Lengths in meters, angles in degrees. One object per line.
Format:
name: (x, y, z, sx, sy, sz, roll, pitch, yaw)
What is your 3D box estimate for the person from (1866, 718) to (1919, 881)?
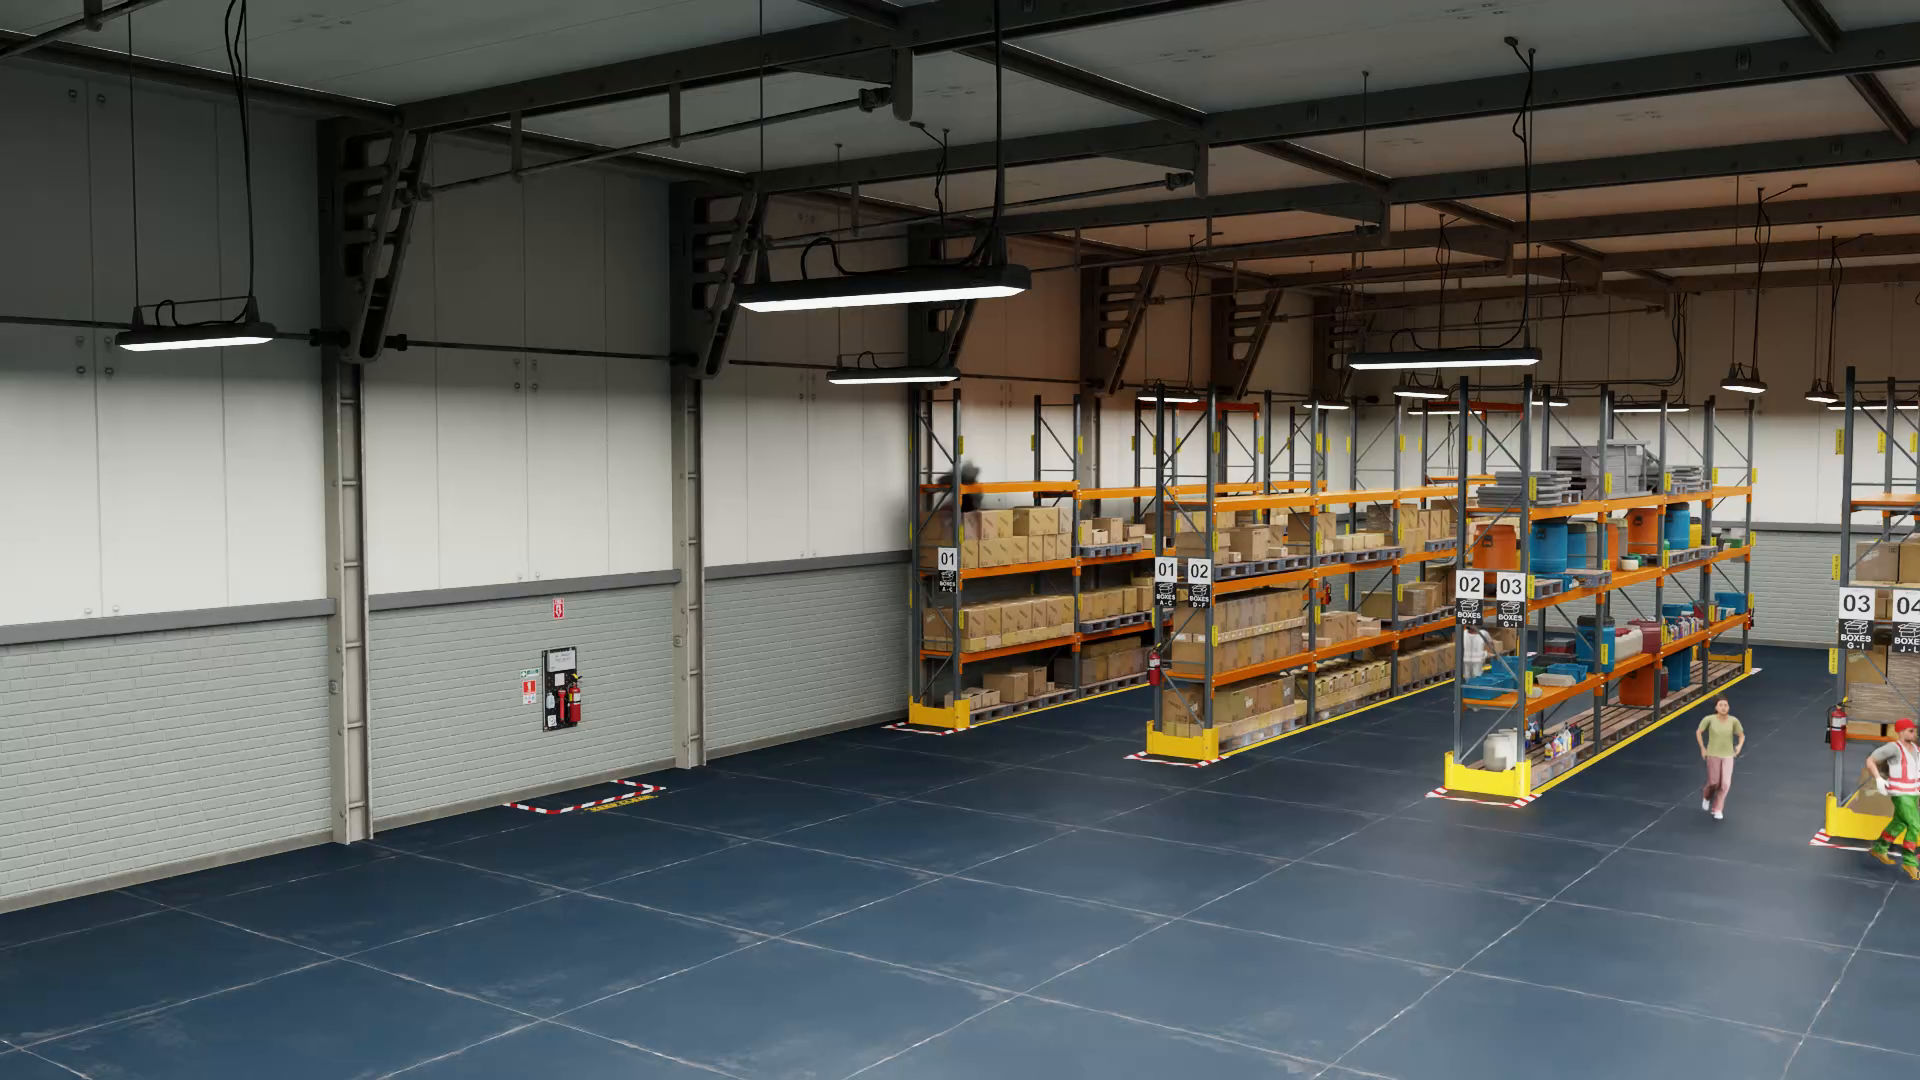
person: (10.991, 2.998, 19.393, 0.652, 1.847, 0.799, -2, 4, -29)

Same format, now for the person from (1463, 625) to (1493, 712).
person: (9.678, 2.339, 31.419, 0.666, 1.836, 0.682, 2, 4, 28)

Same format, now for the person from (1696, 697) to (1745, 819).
person: (10.227, 2.915, 22.341, 0.591, 1.638, 0.535, 1, 3, 12)
